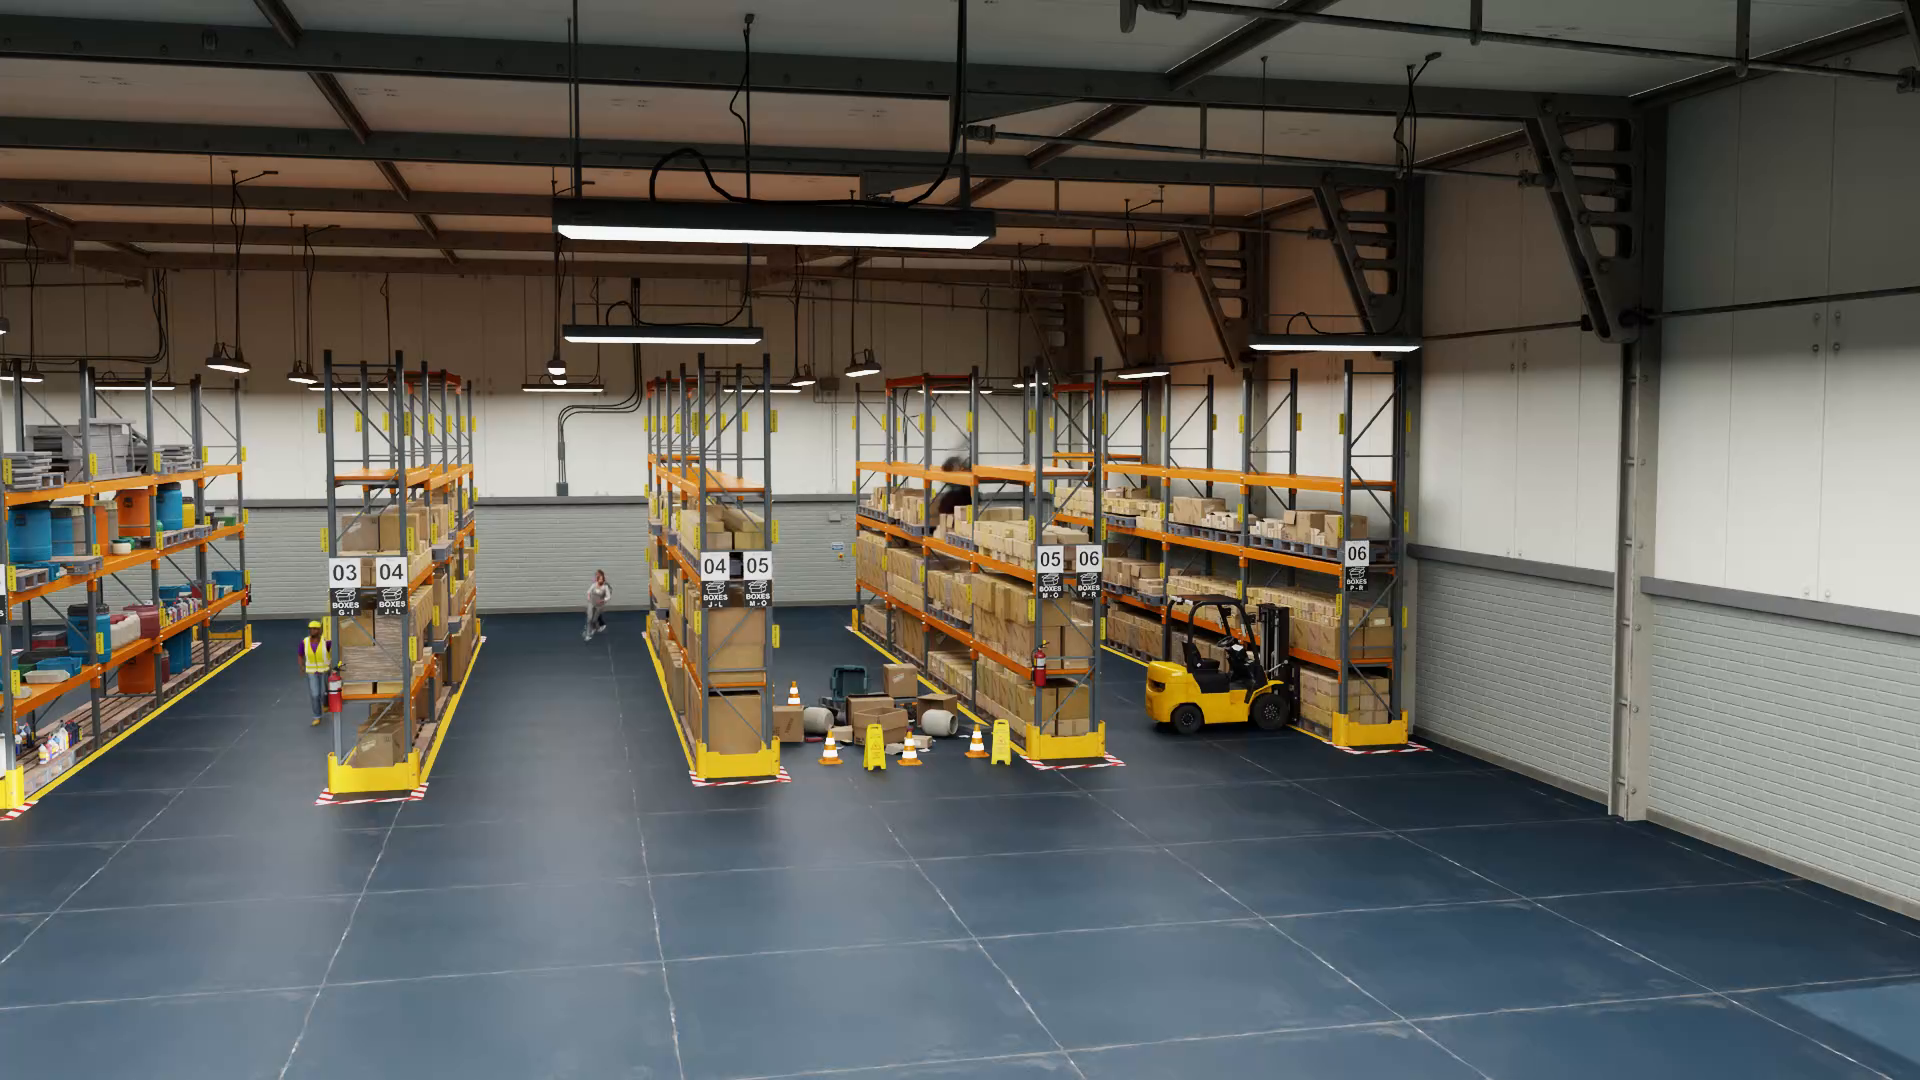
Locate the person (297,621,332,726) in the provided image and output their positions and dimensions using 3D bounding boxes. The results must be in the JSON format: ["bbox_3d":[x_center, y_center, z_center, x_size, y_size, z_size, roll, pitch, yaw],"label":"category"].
[{"bbox_3d":[-10.716,2.207,27.839,0.704,1.748,0.656,-1,4,-10],"label":"person"}]

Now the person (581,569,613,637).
[{"bbox_3d":[-8.534,1.476,39.299,0.563,1.581,0.790,3,5,33],"label":"person"}]

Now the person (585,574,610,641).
[{"bbox_3d":[-8.424,1.564,38.708,0.597,1.551,0.691,0,4,3],"label":"person"}]
